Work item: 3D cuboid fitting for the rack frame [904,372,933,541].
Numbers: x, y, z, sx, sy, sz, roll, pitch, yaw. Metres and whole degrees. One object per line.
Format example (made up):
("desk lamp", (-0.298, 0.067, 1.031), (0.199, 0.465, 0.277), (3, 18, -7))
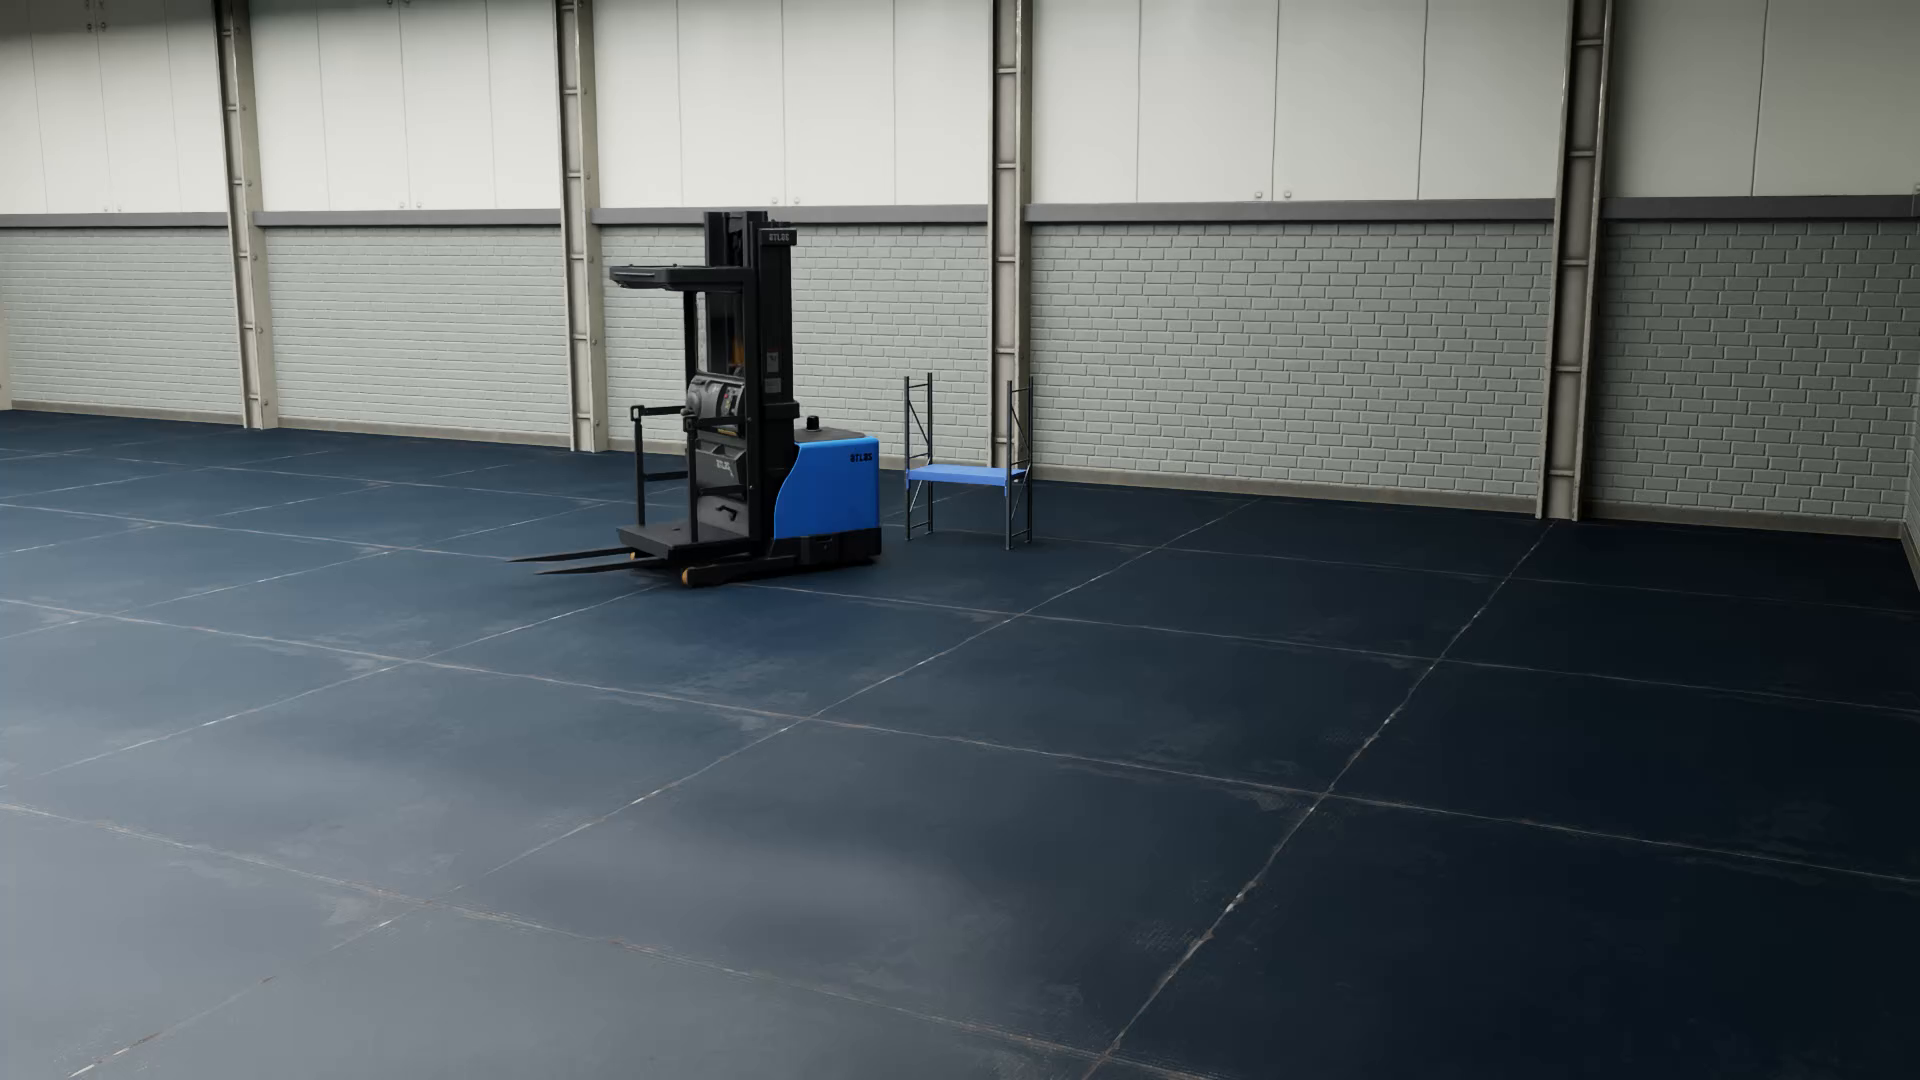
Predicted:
("rack frame", (-0.379, -0.771, 15.281), (0.032, 1.500, 0.500), (5, 11, 26))

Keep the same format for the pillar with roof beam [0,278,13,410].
("pillar with roof beam", (-17.495, -5.858, 22.328), (0.400, 9.000, 9.100), (5, 11, 26))

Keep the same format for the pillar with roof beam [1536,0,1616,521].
("pillar with roof beam", (4.028, -3.966, 11.878), (0.400, 9.000, 9.100), (5, 11, 26))

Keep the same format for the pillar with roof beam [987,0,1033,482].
("pillar with roof beam", (-1.353, -4.439, 14.491), (0.400, 9.000, 9.100), (5, 11, 26))

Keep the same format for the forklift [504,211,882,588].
("forklift", (-2.168, -1.172, 13.474), (3.031, 2.935, 1.130), (-7, 12, -34))

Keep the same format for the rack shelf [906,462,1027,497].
("rack shelf", (0.076, -0.554, 15.092), (1.000, 0.185, 0.538), (5, 11, 26))

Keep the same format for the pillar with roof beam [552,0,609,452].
("pillar with roof beam", (-6.734, -4.912, 17.103), (0.400, 9.000, 9.100), (5, 11, 26))

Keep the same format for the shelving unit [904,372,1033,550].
("shelving unit", (0.076, -0.731, 15.059), (1.048, 1.500, 0.538), (5, 11, 26))

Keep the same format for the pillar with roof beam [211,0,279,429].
("pillar with roof beam", (-12.114, -5.385, 19.716), (0.400, 9.000, 9.100), (5, 11, 26))

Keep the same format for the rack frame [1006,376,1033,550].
("rack frame", (0.532, -0.691, 14.838), (0.032, 1.500, 0.500), (5, 11, 26))
